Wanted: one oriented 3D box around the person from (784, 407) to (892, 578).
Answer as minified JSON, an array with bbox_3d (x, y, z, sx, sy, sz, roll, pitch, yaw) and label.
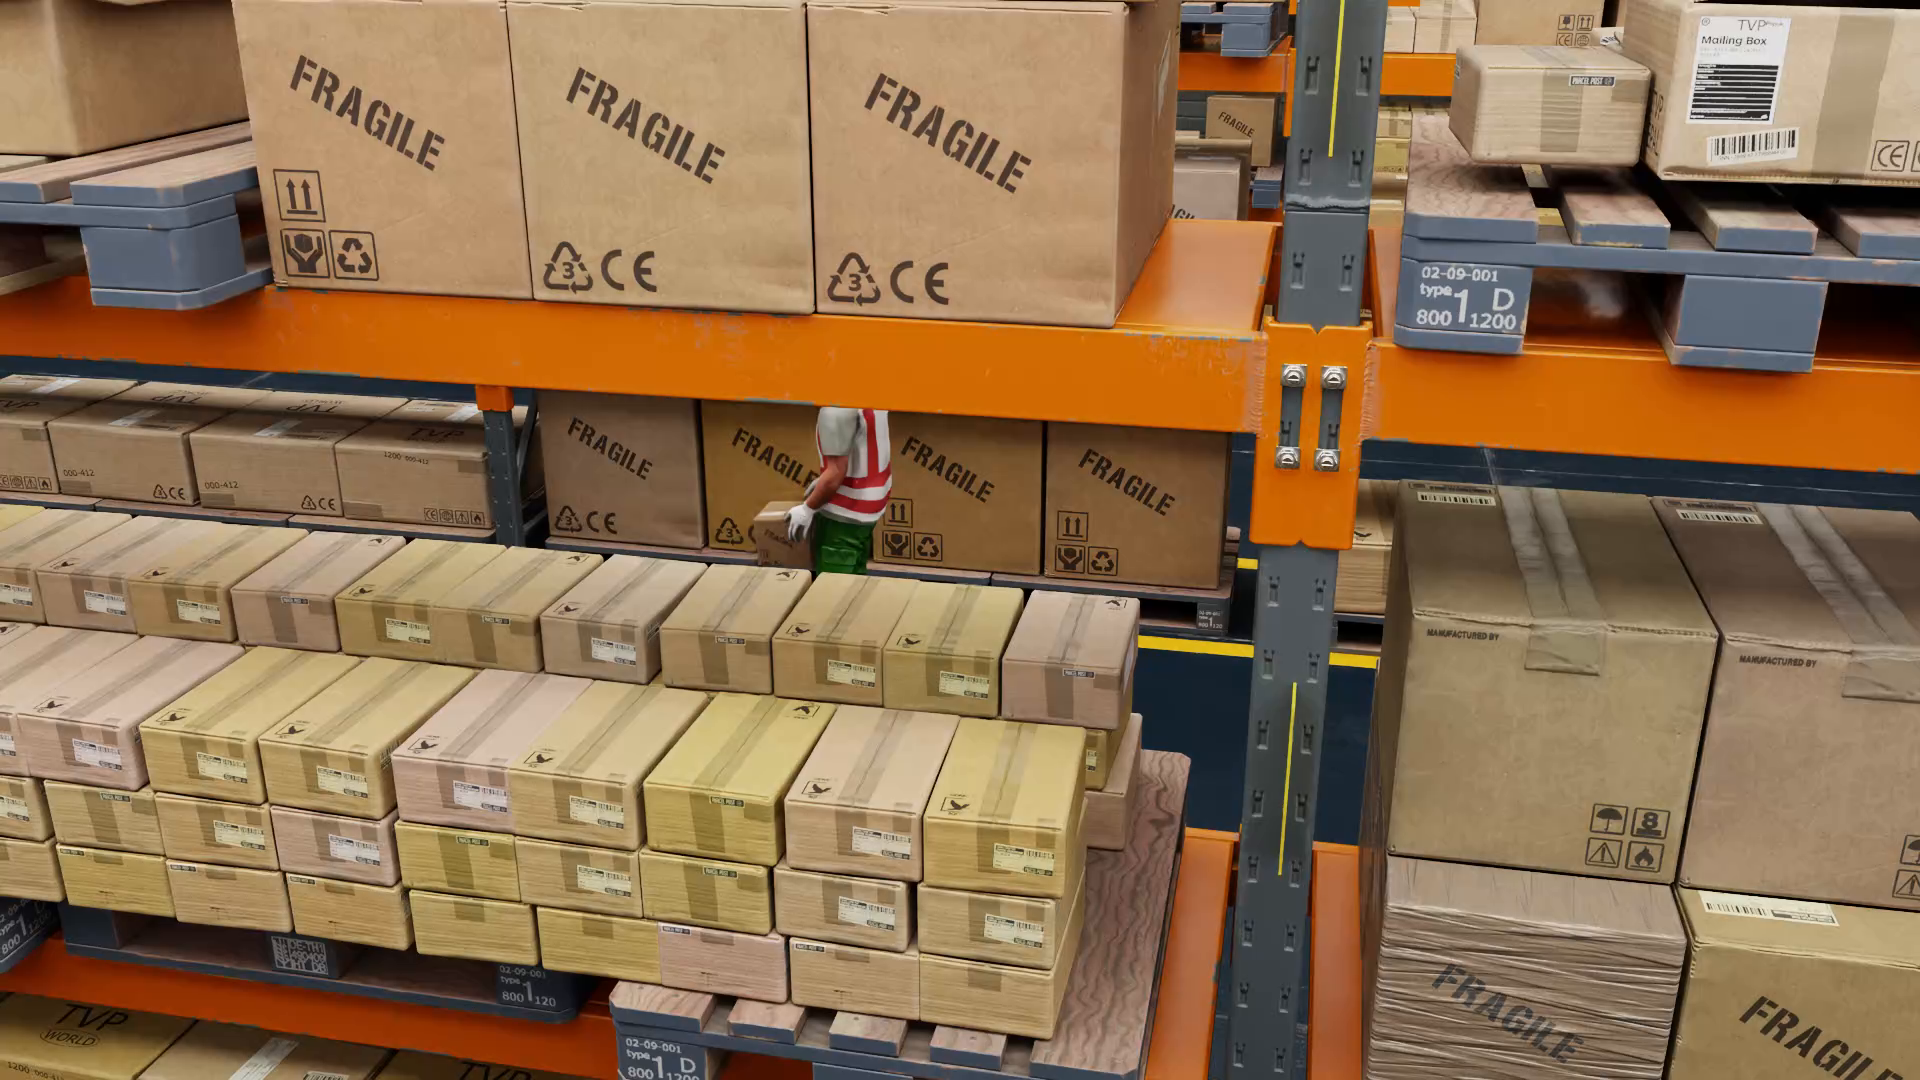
[{"bbox_3d":[-0.530,-0.140,7.410,0.437,1.790,0.539,4,22,10],"label":"person"}]
